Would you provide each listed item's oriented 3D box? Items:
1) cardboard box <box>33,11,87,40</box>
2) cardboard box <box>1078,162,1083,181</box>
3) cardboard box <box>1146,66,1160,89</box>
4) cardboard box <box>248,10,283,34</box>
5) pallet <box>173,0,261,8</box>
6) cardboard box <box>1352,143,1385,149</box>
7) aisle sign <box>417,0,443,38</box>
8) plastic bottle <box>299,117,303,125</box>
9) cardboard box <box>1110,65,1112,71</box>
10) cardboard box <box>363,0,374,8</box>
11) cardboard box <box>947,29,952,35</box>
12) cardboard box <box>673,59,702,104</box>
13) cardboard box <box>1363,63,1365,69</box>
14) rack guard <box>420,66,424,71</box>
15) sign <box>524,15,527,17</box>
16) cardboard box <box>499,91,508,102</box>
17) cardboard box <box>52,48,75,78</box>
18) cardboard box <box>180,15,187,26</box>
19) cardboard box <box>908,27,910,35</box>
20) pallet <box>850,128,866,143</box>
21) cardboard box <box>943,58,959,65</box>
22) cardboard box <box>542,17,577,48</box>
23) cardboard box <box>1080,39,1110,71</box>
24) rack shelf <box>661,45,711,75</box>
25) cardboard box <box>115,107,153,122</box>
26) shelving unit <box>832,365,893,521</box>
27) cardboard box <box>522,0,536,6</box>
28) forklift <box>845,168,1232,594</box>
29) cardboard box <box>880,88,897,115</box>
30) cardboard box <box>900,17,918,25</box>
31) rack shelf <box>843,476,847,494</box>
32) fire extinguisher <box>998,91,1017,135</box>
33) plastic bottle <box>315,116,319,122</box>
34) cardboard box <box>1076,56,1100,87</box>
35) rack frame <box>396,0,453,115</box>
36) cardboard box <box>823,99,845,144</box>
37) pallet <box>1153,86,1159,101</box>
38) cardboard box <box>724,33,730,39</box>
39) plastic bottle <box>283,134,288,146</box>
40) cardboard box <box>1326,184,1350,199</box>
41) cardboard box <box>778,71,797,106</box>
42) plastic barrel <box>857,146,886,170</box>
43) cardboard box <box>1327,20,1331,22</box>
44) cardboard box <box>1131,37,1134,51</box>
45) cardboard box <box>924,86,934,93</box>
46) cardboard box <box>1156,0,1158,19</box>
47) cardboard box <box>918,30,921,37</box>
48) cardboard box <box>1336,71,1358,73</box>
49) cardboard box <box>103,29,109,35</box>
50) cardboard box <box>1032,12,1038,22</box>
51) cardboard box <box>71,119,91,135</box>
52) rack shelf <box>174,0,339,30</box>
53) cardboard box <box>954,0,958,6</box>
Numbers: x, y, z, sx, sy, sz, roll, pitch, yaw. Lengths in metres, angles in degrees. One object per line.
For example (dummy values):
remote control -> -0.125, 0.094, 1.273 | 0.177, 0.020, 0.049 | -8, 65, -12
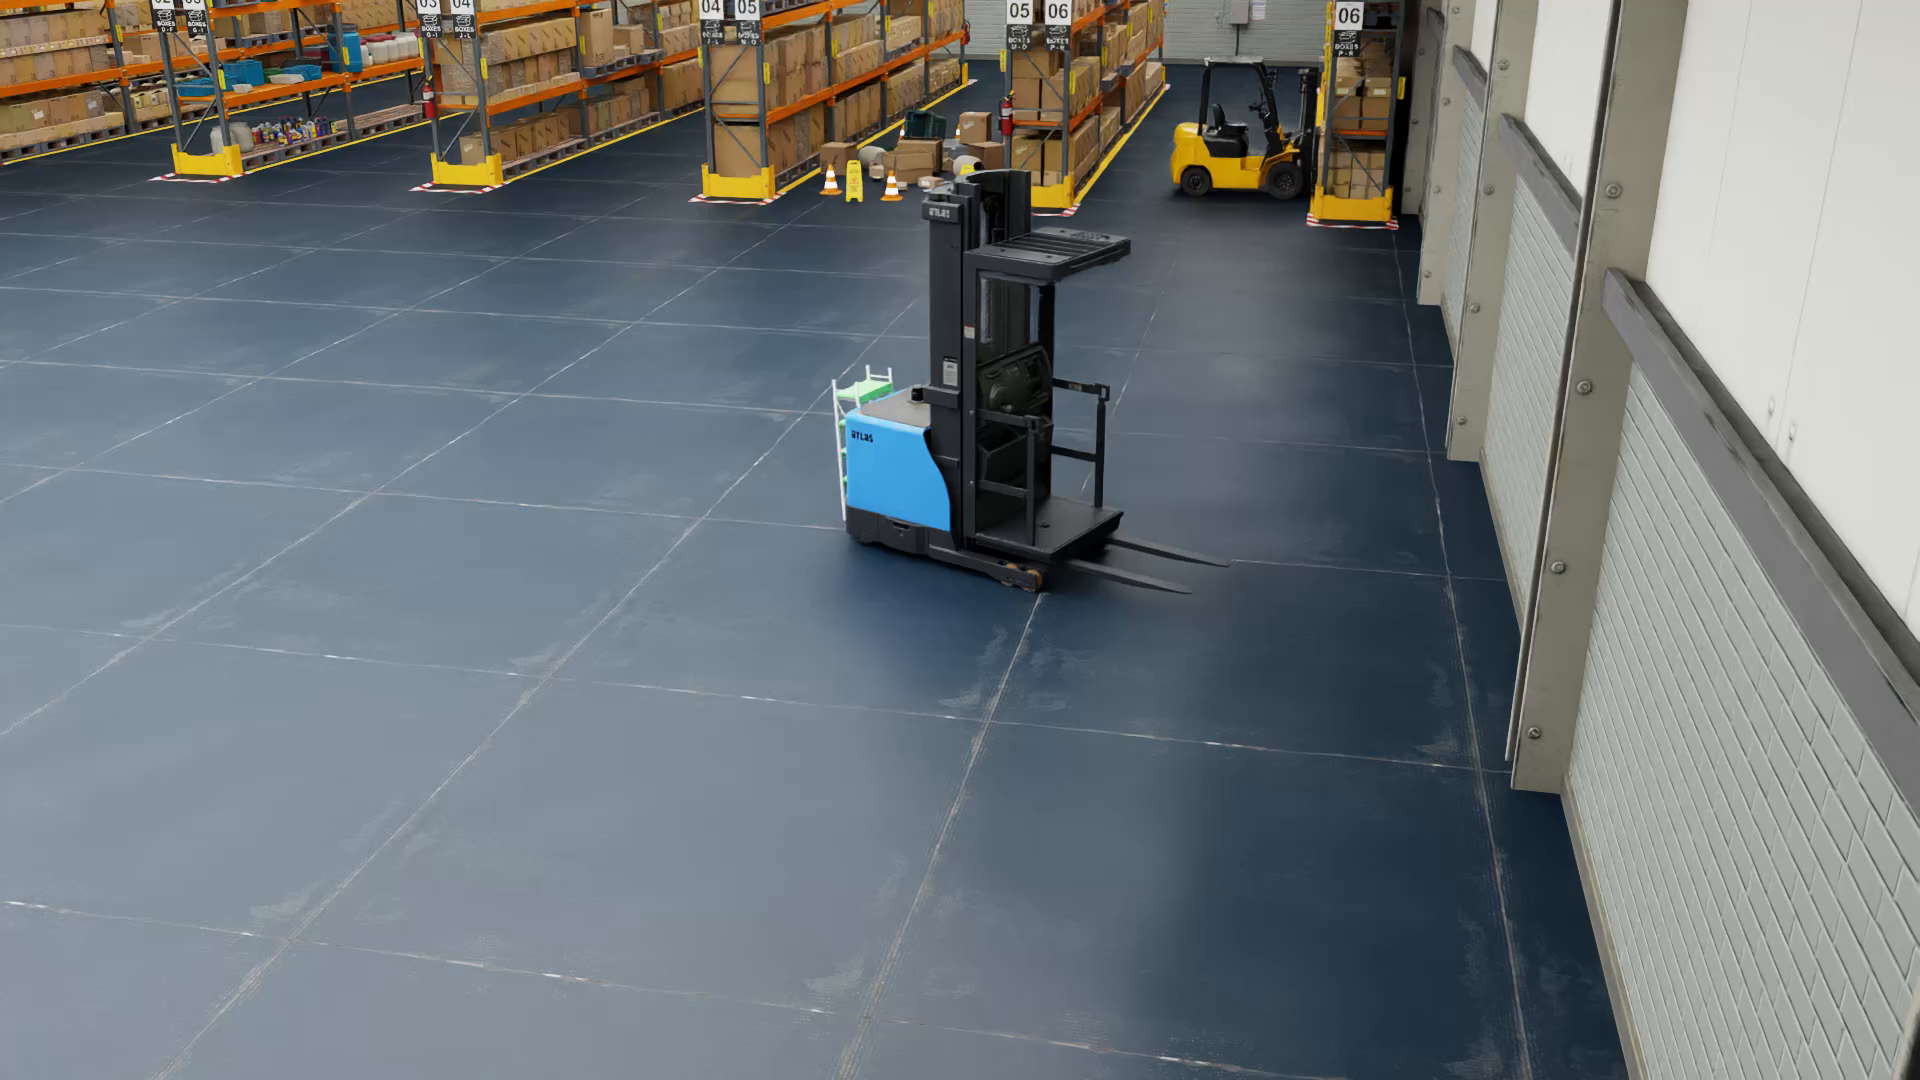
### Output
cardboard box -> -17.553, -10.041, 32.430 | 0.700, 0.500, 0.500 | 4, 22, 11
cardboard box -> 1.762, -6.145, 27.745 | 0.500, 0.250, 0.500 | 5, 23, 13
cardboard box -> 4.265, -11.039, 39.646 | 0.875, 0.438, 0.875 | 5, 22, 12
cardboard box -> -16.159, -12.003, 38.477 | 0.700, 0.500, 0.500 | 9, 24, 21
pallet -> -13.070, -9.497, 29.188 | 1.003, 0.211, 1.213 | 4, 22, 11
cardboard box -> 6.457, -6.116, 26.335 | 0.500, 0.250, 0.500 | 4, 22, 11
aisle sign -> -8.792, -8.727, 27.558 | 0.394, 0.787, 0.004 | 4, 22, 11
plastic bottle -> -13.013, -8.217, 32.834 | 0.097, 0.271, 0.097 | 0, 22, 0
cardboard box -> 2.642, -8.866, 31.157 | 0.380, 0.149, 0.250 | 5, 22, 11
cardboard box -> -15.153, -13.704, 41.923 | 0.500, 0.500, 0.500 | 4, 22, 9
cardboard box -> -0.412, -12.330, 40.320 | 0.380, 0.149, 0.250 | 3, 22, 9
cardboard box -> -6.503, -10.232, 37.057 | 1.225, 0.875, 0.875 | 5, 22, 11
cardboard box -> 7.078, -8.062, 28.383 | 0.380, 0.149, 0.250 | 4, 22, 11
rack guard -> -14.934, -12.942, 44.849 | 1.175, 0.500, 0.348 | 4, 22, 11
sign -> -10.348, -12.373, 39.720 | 0.100, 0.325, 0.005 | 4, 22, 11
cardboard box -> -8.059, -7.671, 28.751 | 0.380, 0.149, 0.250 | 4, 22, 11
cardboard box -> -17.659, -9.247, 32.196 | 0.700, 0.500, 0.500 | 5, 22, 12
cardboard box -> -20.304, -13.645, 42.848 | 0.980, 0.700, 0.700 | 4, 22, 10
cardboard box -> -1.302, -11.168, 36.474 | 0.380, 0.149, 0.250 | 3, 22, 8
pallet -> -2.504, -8.011, 32.992 | 1.003, 0.211, 1.213 | 4, 22, 11
cardboard box -> -0.246, -11.893, 41.356 | 0.380, 0.149, 0.250 | 5, 22, 12
cardboard box -> -7.492, -9.446, 30.954 | 0.500, 0.500, 0.500 | 4, 22, 11
cardboard box -> 2.408, -8.757, 30.019 | 0.500, 0.500, 0.500 | 5, 22, 12
rack shelf -> -6.445, -10.845, 37.258 | 1.077, 0.370, 4.000 | 4, 22, 11
cardboard box -> -17.042, -8.788, 34.309 | 0.500, 0.250, 0.500 | 4, 22, 10
shelving unit -> -0.766, -0.788, 13.716 | 0.258, 1.200, 0.503 | 9, 23, 30
cardboard box -> -7.829, -9.560, 29.292 | 0.500, 0.250, 0.500 | 5, 22, 13
forklift -> 0.587, -1.195, 12.428 | 3.031, 2.935, 1.130 | 15, 26, 32
cardboard box -> -1.624, -9.306, 35.260 | 0.500, 0.500, 0.500 | 4, 22, 9
cardboard box -> -1.147, -11.589, 37.121 | 0.380, 0.149, 0.250 | 4, 22, 9
rack shelf -> -0.751, -0.504, 13.821 | 0.258, 0.148, 0.480 | 9, 23, 30
fire extinguisher -> 0.741, -6.723, 26.165 | 0.296, 0.674, 0.183 | 4, 22, 11
plastic bottle -> -12.509, -8.090, 32.414 | 0.144, 0.351, 0.185 | 4, 22, 11
cardboard box -> 2.185, -8.231, 29.275 | 0.500, 0.500, 0.500 | 4, 22, 10
rack frame -> -11.702, -10.824, 36.245 | 1.000, 3.000, 0.127 | 4, 22, 11
cardboard box -> -2.796, -7.954, 31.568 | 1.050, 0.750, 0.750 | 4, 22, 11
pallet -> 4.143, -10.580, 39.372 | 1.003, 0.211, 1.213 | 4, 22, 11
cardboard box -> -5.651, -11.876, 39.193 | 0.380, 0.149, 0.250 | 5, 22, 11
plastic bottle -> -12.638, -7.482, 31.103 | 0.097, 0.201, 0.097 | 0, 22, 0
cardboard box -> 5.862, -5.504, 26.153 | 0.500, 0.250, 0.500 | 5, 22, 11
cardboard box -> -3.291, -7.713, 28.319 | 0.875, 0.550, 0.550 | 4, 22, 11
plastic barrel -> -1.564, -6.842, 29.806 | 0.421, 0.421, 0.512 | -16, 27, -35
cardboard box -> 8.207, -10.859, 35.634 | 0.700, 0.500, 0.500 | 5, 22, 12
cardboard box -> 3.300, -10.209, 34.249 | 0.500, 0.250, 0.500 | 5, 22, 12
cardboard box -> -0.813, -10.476, 38.634 | 0.380, 0.149, 0.250 | 3, 22, 9
cardboard box -> 4.329, -12.375, 38.624 | 0.500, 0.500, 0.500 | 4, 22, 11
cardboard box -> -1.089, -11.413, 37.480 | 0.380, 0.149, 0.250 | 4, 22, 10
cardboard box -> 5.989, -7.211, 25.874 | 0.380, 0.149, 0.250 | 5, 22, 12
cardboard box -> -20.744, -12.232, 40.051 | 0.380, 0.149, 0.250 | 5, 23, 13
cardboard box -> 1.015, -8.192, 26.031 | 0.380, 0.149, 0.250 | 5, 22, 11
cardboard box -> -17.447, -8.107, 32.618 | 0.500, 0.250, 0.500 | 4, 22, 11
rack shelf -> -12.927, -9.688, 30.371 | 1.077, 0.370, 4.000 | 4, 22, 11
cardboard box -> -0.339, -13.234, 40.358 | 0.500, 0.500, 0.500 | 4, 22, 9
